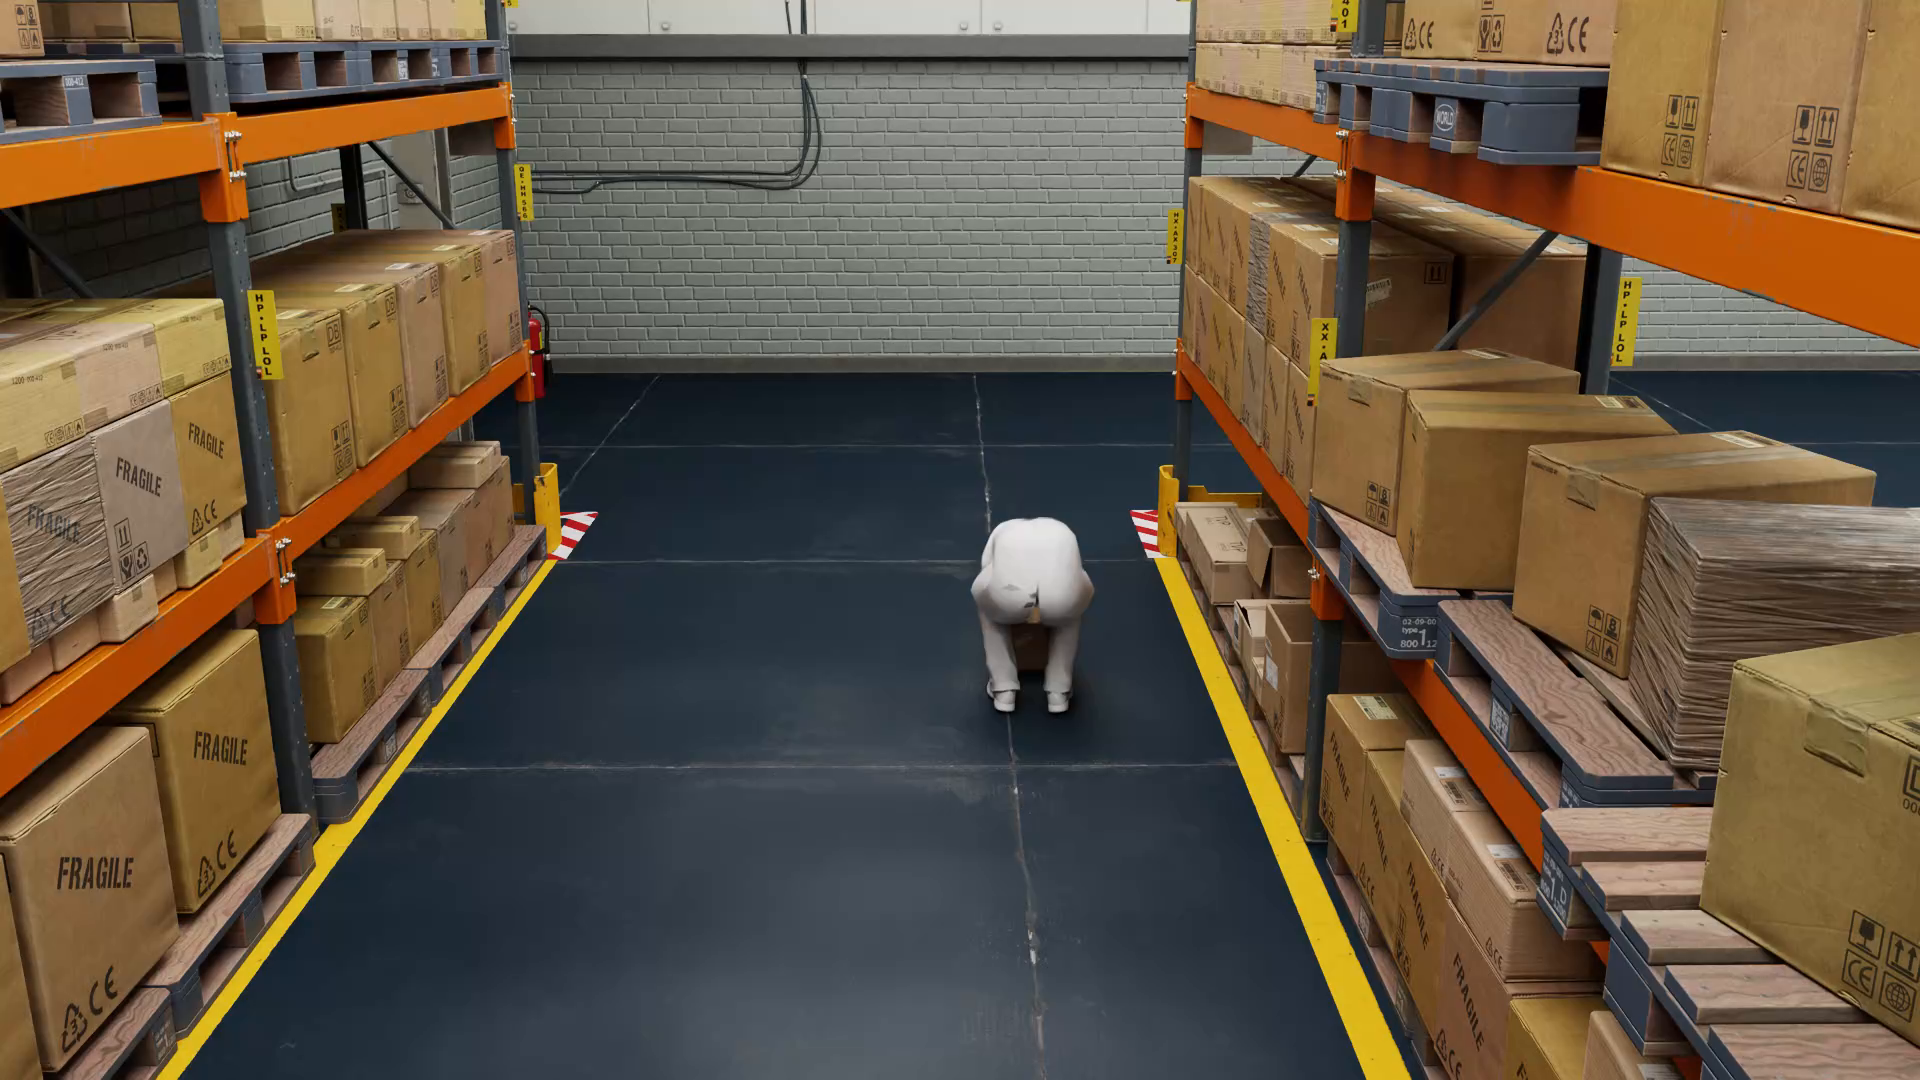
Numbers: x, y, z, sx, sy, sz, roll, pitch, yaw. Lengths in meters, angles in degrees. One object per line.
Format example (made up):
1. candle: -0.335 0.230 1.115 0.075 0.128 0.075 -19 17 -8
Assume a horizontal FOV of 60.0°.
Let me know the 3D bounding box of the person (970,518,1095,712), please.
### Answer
1. person: 0.347 0.305 8.081 0.595 0.923 0.950 0 17 0
